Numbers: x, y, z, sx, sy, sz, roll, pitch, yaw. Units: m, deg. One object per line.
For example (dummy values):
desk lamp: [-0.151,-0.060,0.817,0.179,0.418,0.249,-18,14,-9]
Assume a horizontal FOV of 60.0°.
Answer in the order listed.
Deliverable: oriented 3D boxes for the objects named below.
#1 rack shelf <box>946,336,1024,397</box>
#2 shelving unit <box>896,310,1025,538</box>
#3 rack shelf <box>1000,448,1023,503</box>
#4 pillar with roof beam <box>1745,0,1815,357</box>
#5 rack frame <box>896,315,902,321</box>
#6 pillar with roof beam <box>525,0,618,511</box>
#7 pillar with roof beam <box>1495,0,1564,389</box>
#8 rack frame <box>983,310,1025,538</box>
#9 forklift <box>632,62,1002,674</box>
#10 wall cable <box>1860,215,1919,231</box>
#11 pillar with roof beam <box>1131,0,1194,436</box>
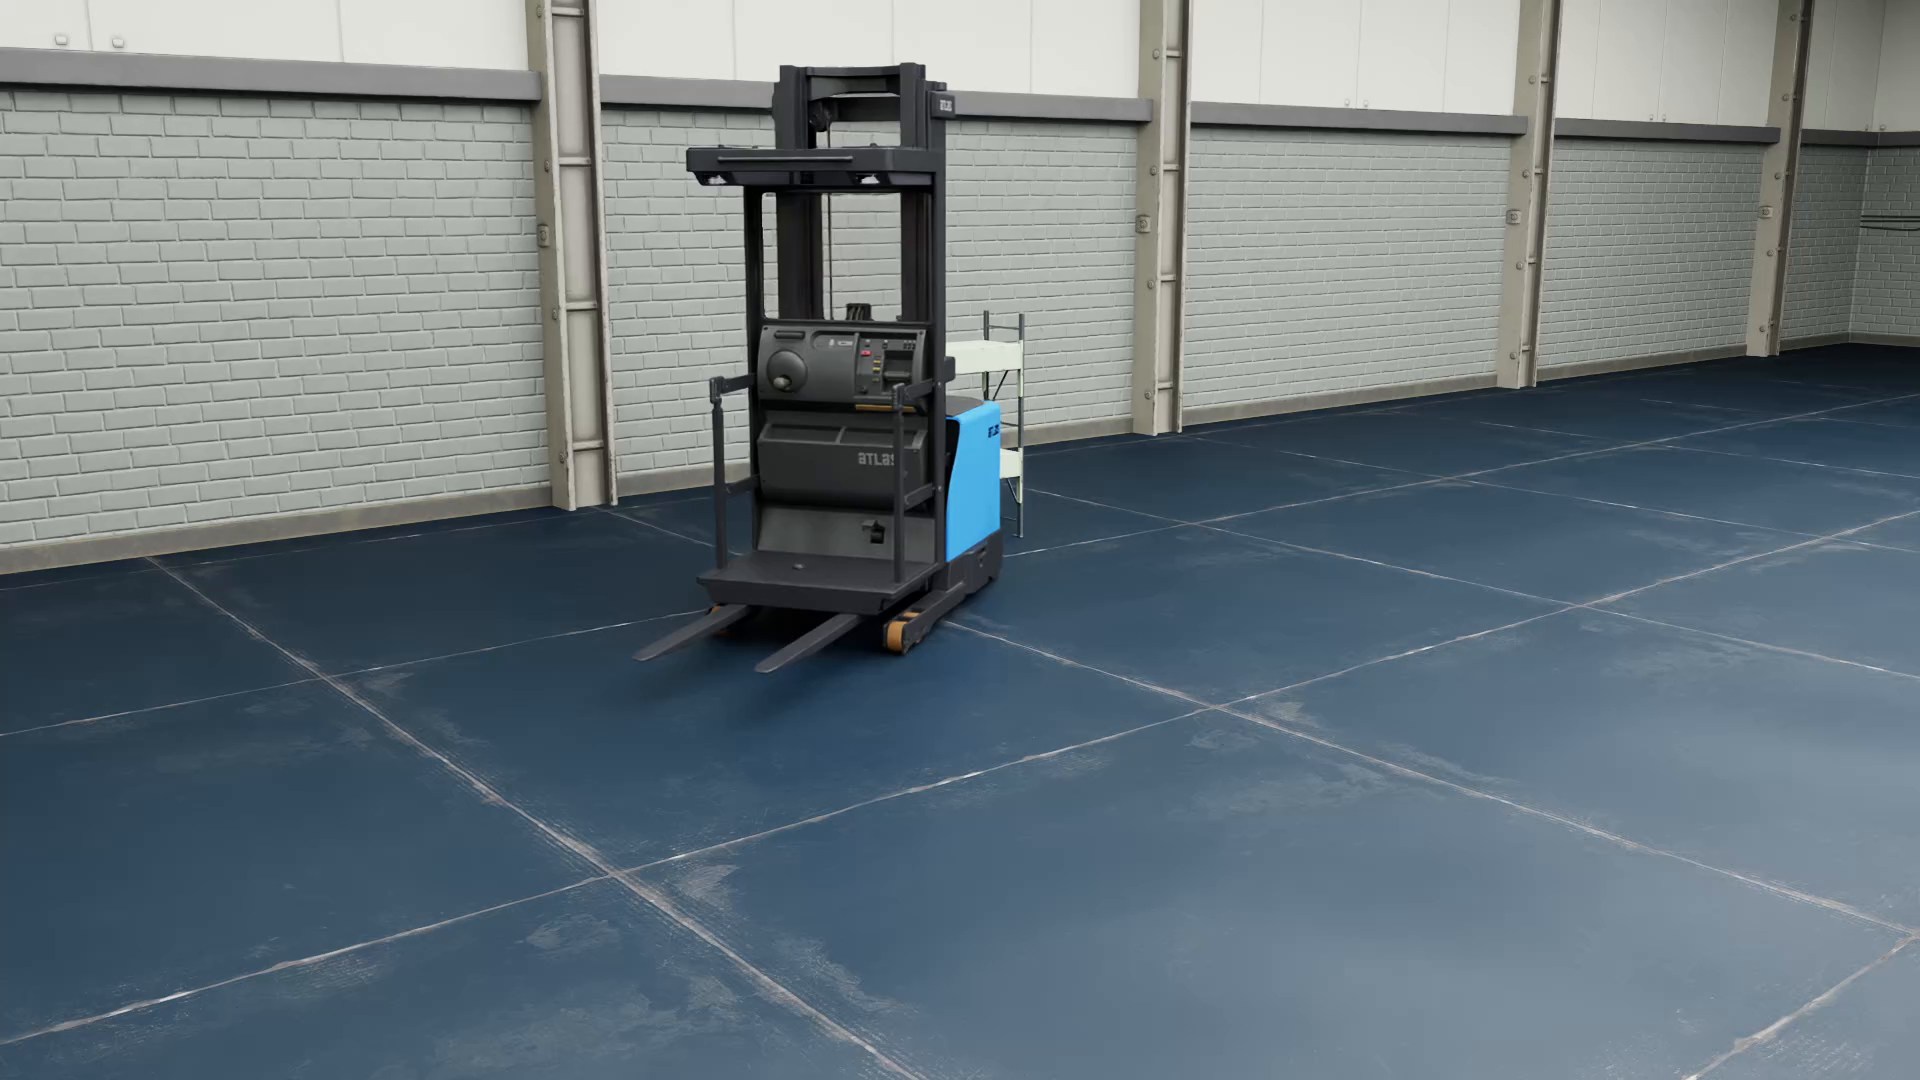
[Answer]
rack shelf: [0.005,-1.116,10.896,0.720,0.370,0.431,-9,15,-38]
shelving unit: [0.005,-0.735,10.977,0.755,1.500,0.431,-9,15,-38]
rack shelf: [0.005,-0.416,11.045,0.720,0.370,0.431,-9,15,-38]
pillar with roof beam: [13.952,-6.303,19.146,0.400,9.000,9.100,-9,15,-38]
rack frame: [-0.281,-0.687,10.753,0.023,1.500,0.400,-9,15,-38]
pillar with roof beam: [-0.103,-3.967,8.146,0.400,9.000,9.100,-9,15,-38]
pillar with roof beam: [9.267,-5.524,15.479,0.400,9.000,9.100,-9,15,-38]
rack frame: [0.291,-0.782,11.201,0.023,1.500,0.400,-9,15,-38]
forklift: [-0.692,-0.953,8.562,1.130,2.935,3.031,4,13,18]
wall cable: [14.389,-5.650,23.547,0.112,2.526,3.097,-9,15,-38]
pillar with roof beam: [4.582,-4.746,11.813,0.400,9.000,9.100,-9,15,-38]
